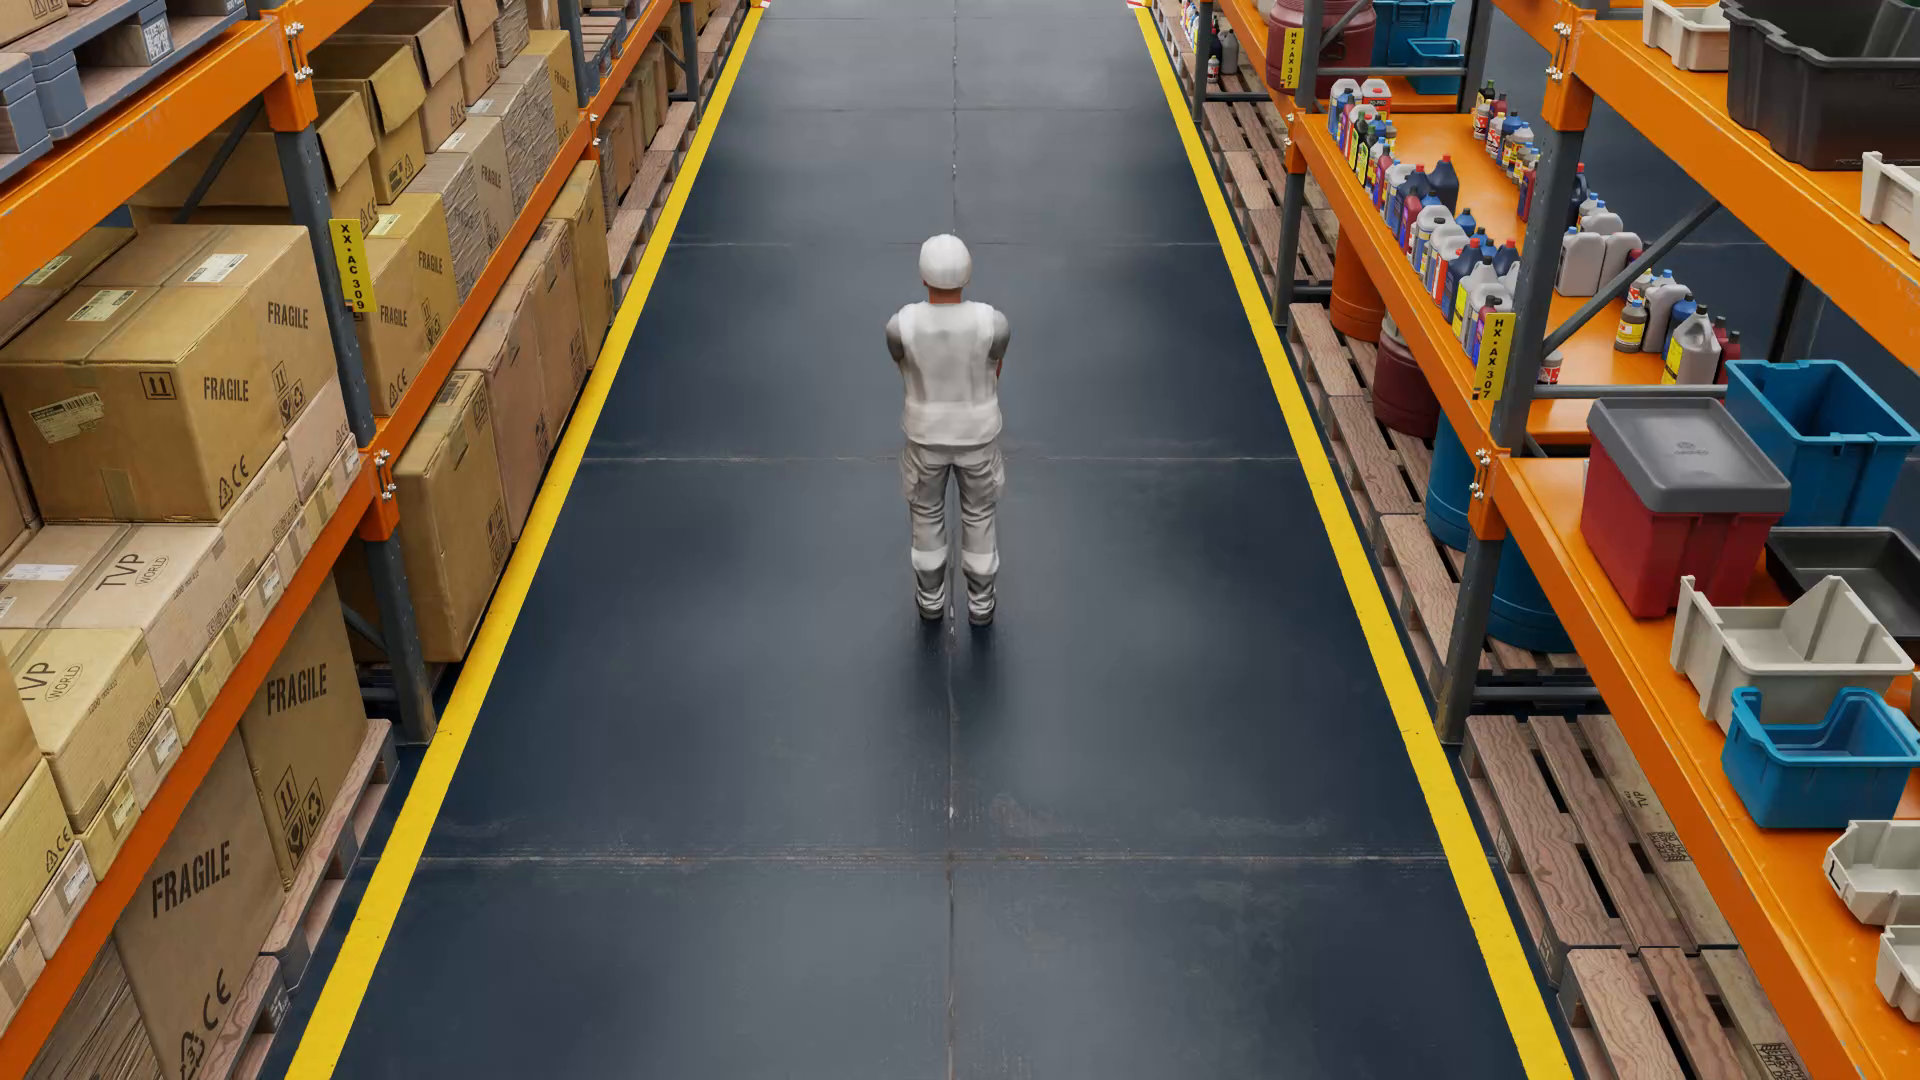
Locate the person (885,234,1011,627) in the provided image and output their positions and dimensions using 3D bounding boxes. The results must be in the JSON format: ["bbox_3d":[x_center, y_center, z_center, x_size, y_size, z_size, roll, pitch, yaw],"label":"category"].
[{"bbox_3d":[-0.047,-0.479,6.907,0.494,1.782,0.564,0,31,0],"label":"person"}]
